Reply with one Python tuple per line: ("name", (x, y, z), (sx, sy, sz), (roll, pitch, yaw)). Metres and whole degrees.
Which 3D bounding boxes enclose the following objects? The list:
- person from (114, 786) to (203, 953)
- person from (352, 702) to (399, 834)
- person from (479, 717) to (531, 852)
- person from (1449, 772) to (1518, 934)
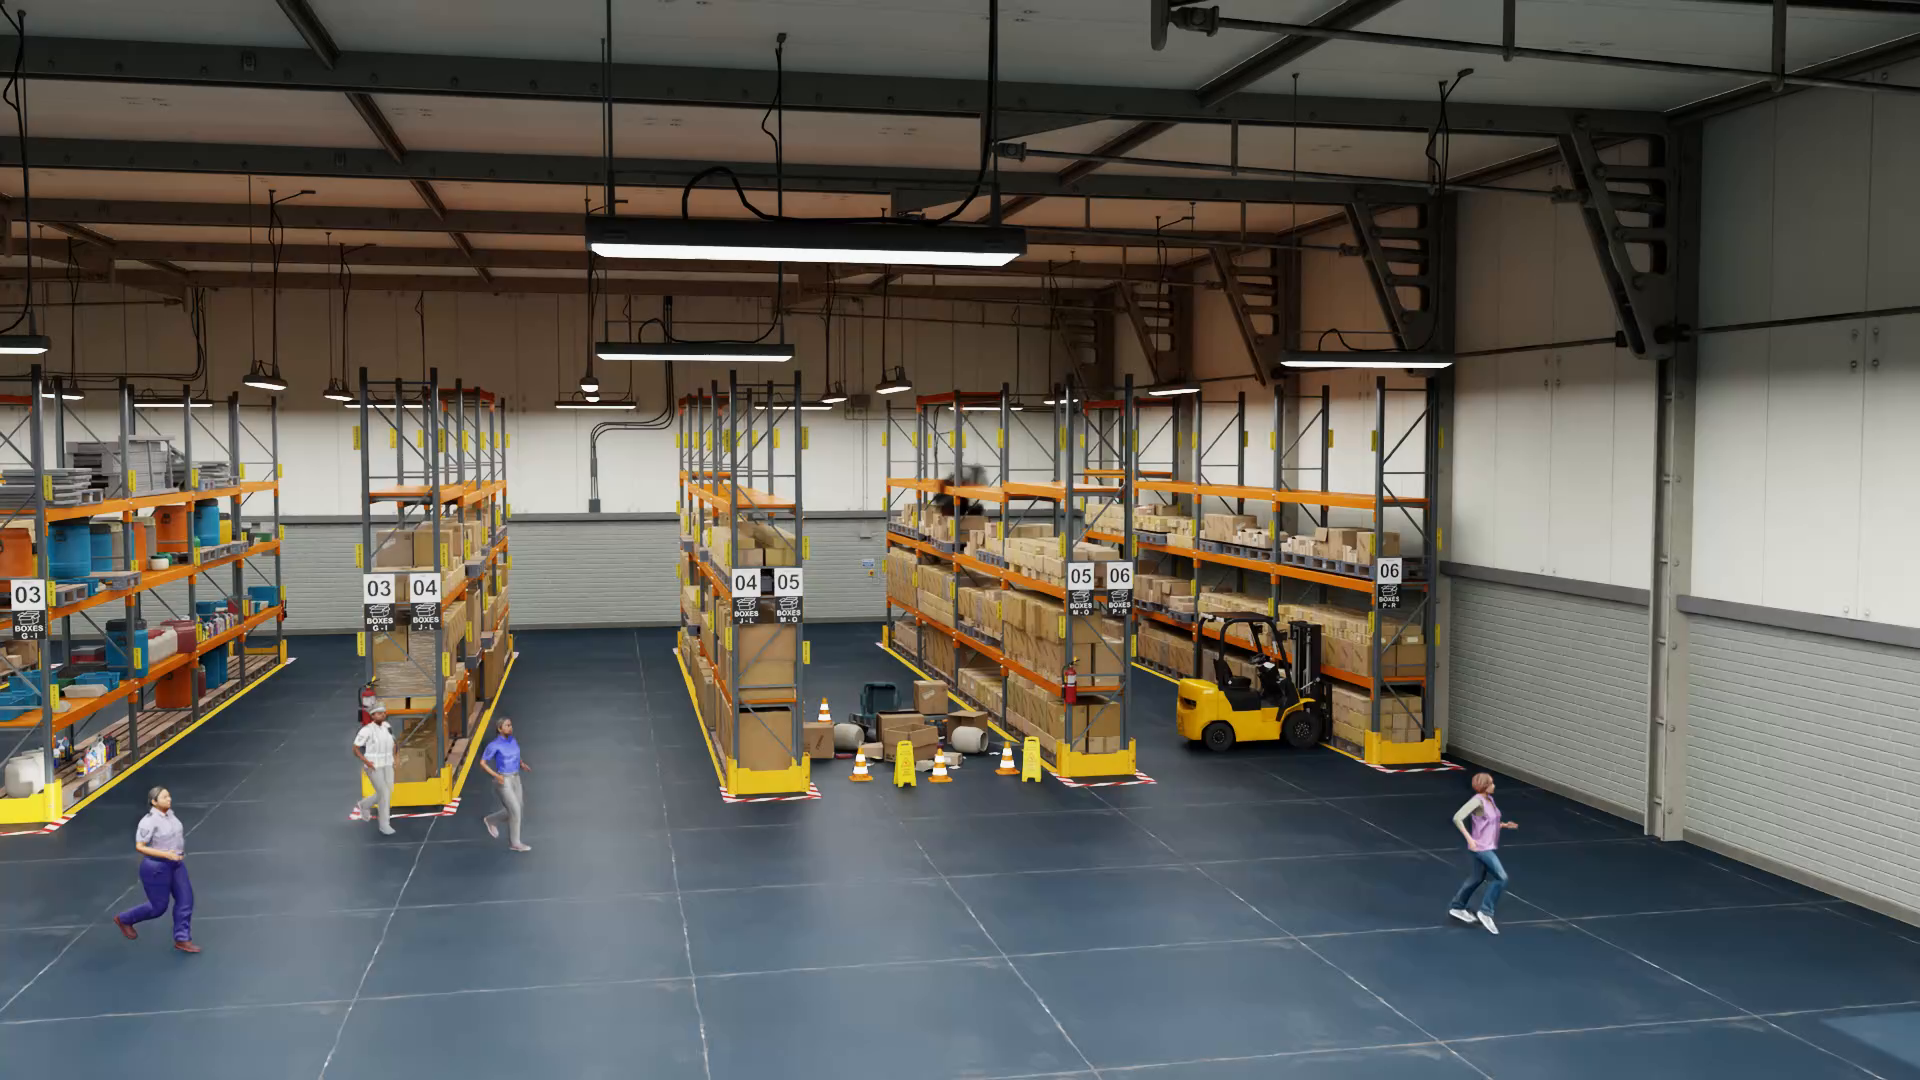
("person", (-7.857, 3.236, 16.313), (0.841, 1.636, 0.607), (1, 3, 8))
("person", (-7.505, 2.916, 21.376), (0.713, 1.694, 0.624), (2, 4, 28))
("person", (-5.588, 2.978, 20.376), (0.769, 1.616, 0.586), (2, 4, 25))
("person", (5.354, 3.189, 17.016), (0.691, 1.627, 0.503), (2, 4, 29))
